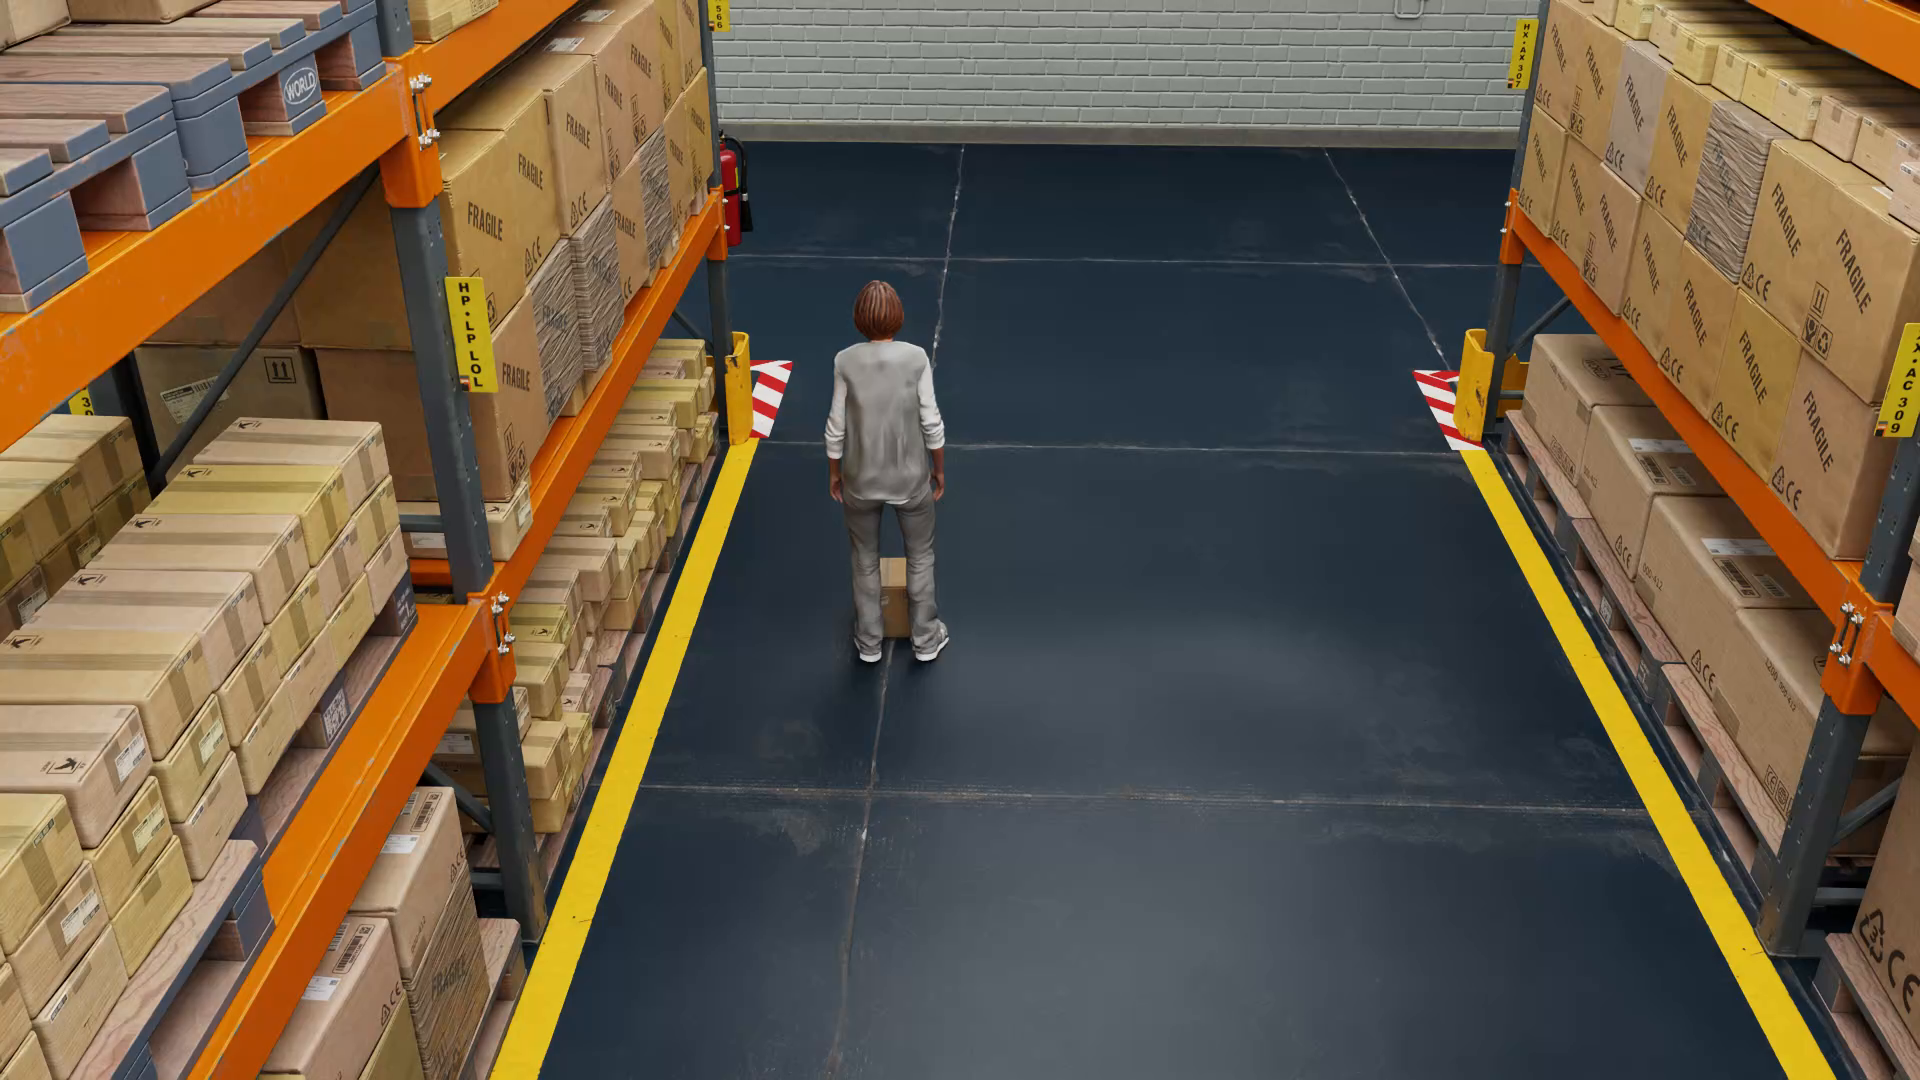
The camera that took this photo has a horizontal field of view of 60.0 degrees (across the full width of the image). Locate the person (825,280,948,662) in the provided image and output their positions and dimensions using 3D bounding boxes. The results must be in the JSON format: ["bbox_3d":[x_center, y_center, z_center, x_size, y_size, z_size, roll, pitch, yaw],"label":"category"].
[{"bbox_3d":[-0.286,-0.236,6.571,0.476,1.593,0.349,0,28,0],"label":"person"}]
